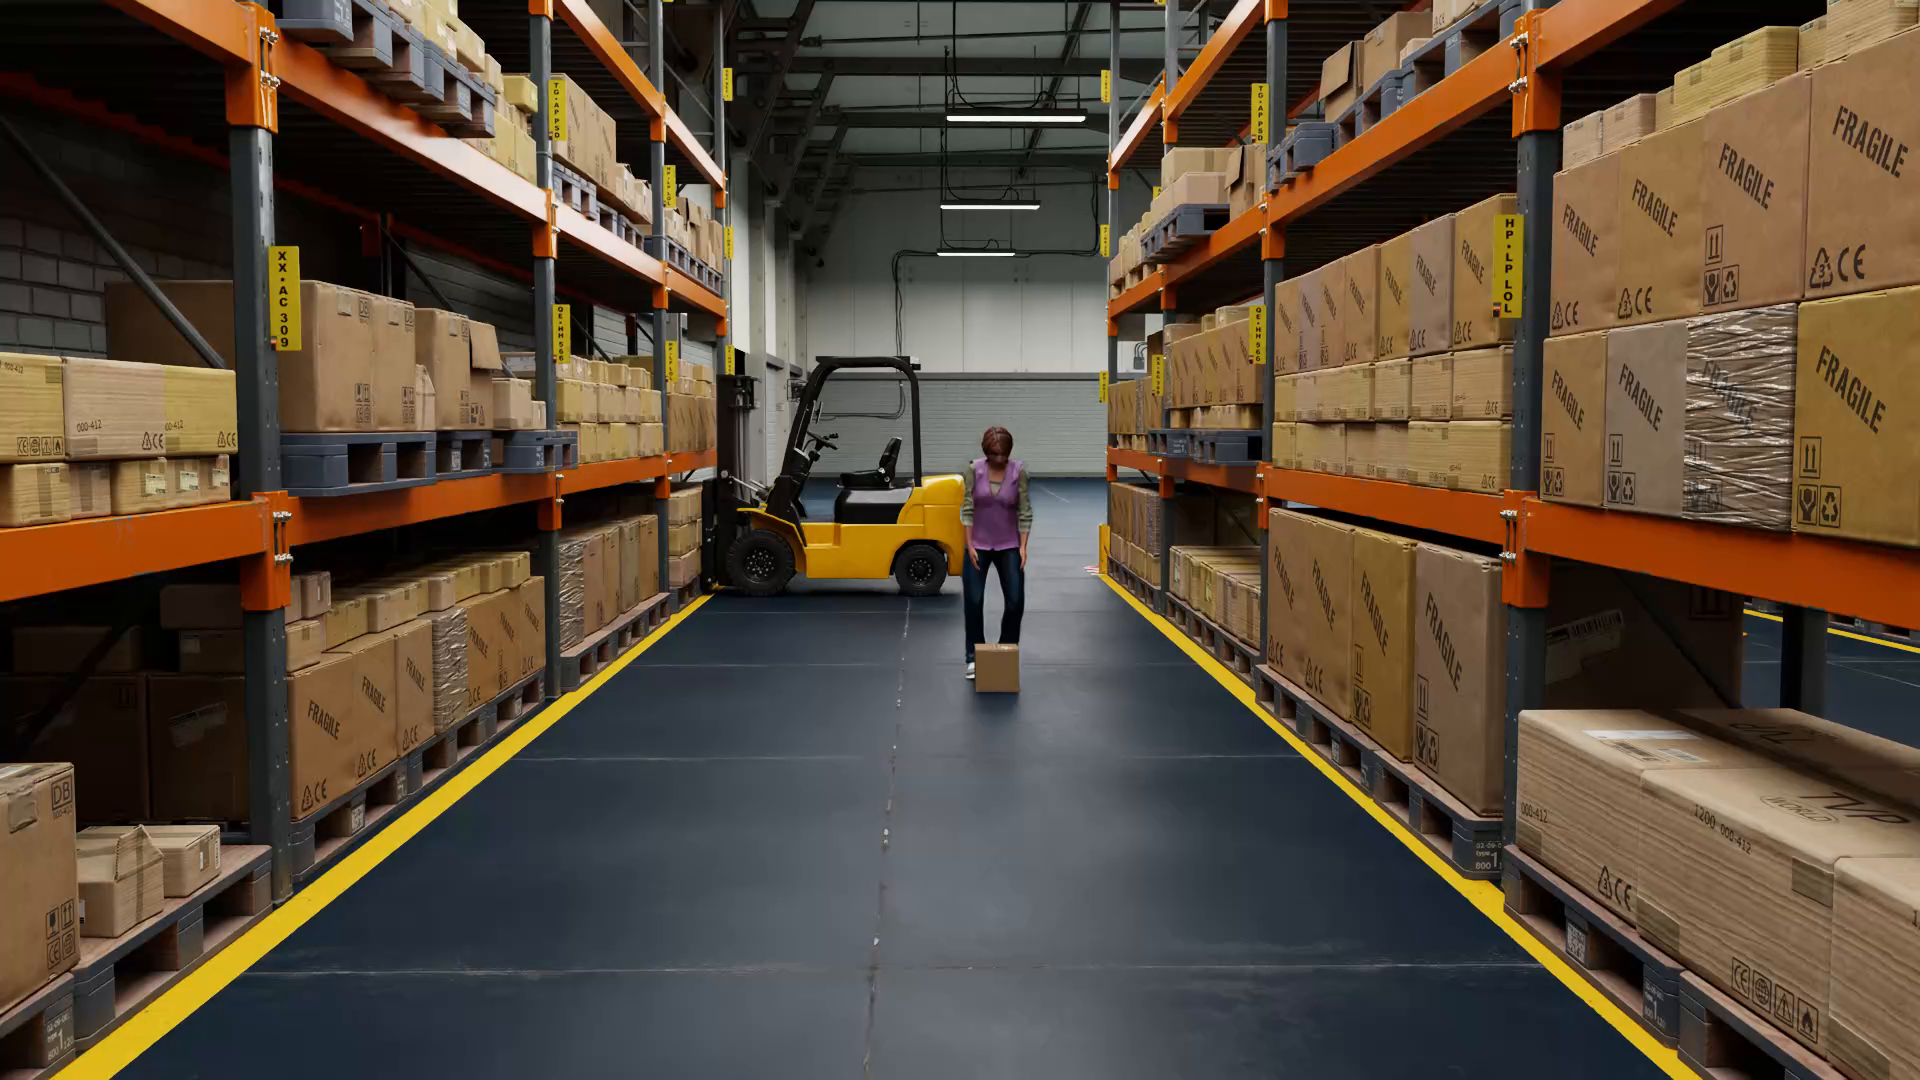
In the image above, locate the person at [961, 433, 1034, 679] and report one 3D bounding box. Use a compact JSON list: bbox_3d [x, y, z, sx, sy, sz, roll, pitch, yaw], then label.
[{"bbox_3d":[0.226,0.098,10.093,0.444,1.498,0.476,0,4,0],"label":"person"}]
